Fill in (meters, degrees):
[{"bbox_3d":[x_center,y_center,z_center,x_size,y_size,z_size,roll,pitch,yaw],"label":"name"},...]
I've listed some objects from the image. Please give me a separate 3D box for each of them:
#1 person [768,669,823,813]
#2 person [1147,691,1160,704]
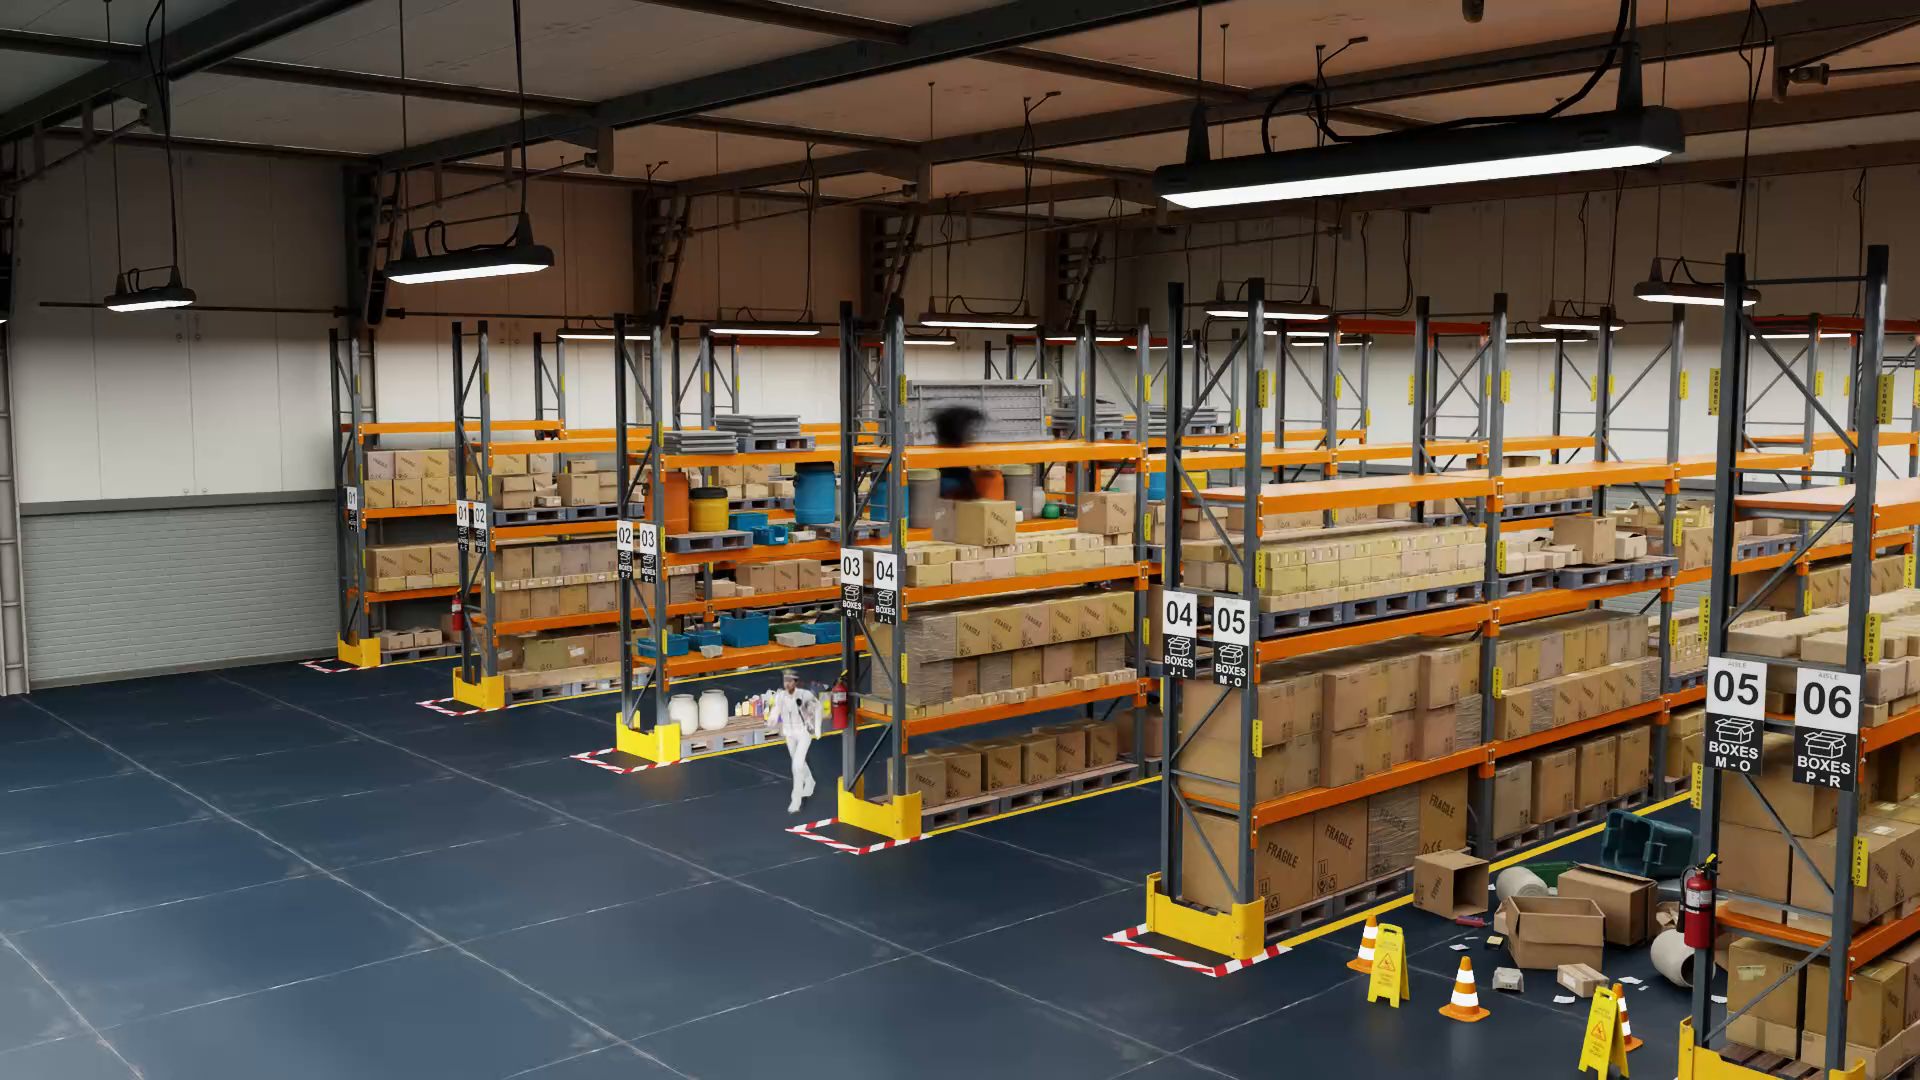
[{"bbox_3d":[-1.967,2.371,19.924,0.553,1.714,0.989,2,6,23],"label":"person"},{"bbox_3d":[2.753,1.981,24.546,0.629,1.613,0.940,4,7,34],"label":"person"}]
